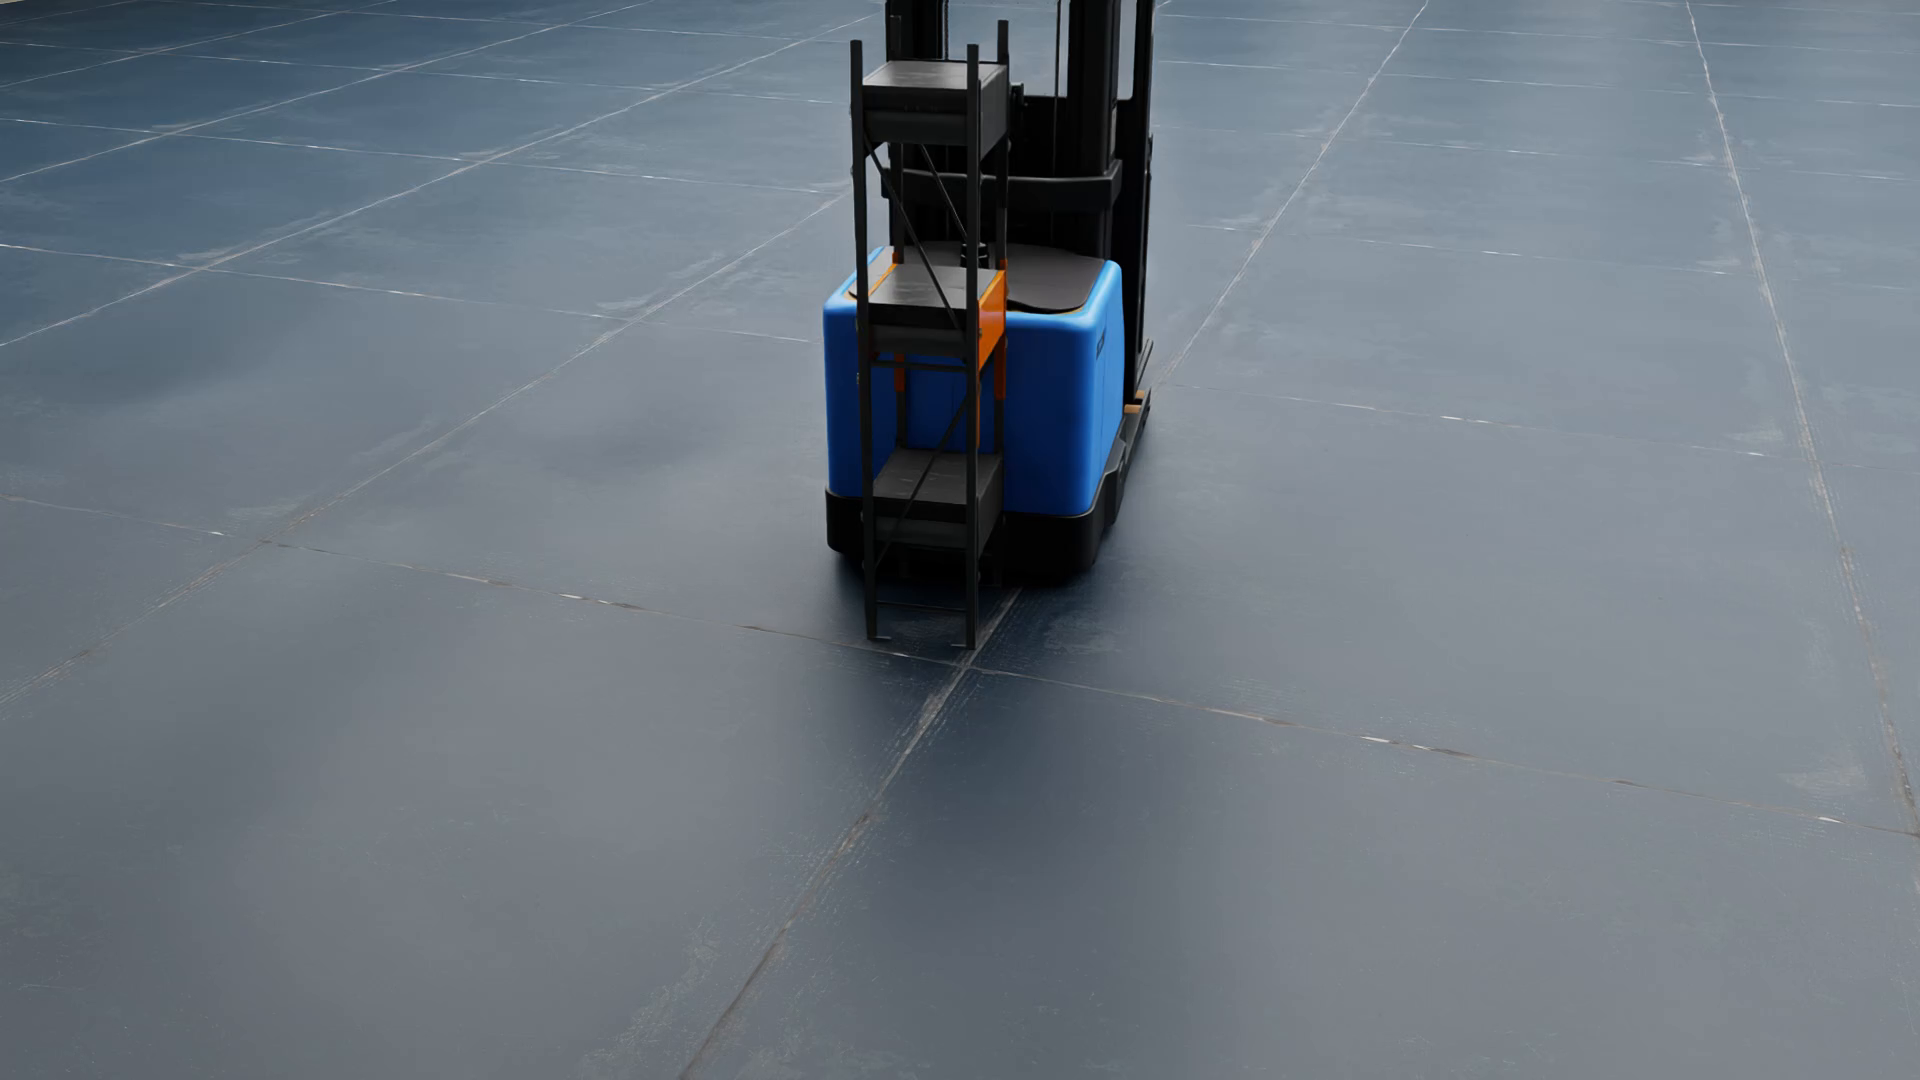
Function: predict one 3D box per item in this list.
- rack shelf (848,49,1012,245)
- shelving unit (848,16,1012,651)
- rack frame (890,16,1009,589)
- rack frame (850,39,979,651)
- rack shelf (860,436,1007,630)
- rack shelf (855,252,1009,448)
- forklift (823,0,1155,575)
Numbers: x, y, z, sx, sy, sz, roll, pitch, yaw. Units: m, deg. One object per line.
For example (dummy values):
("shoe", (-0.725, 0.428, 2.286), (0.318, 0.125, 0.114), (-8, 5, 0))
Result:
("rack shelf", (-0.088, -1.293, 5.435), (0.431, 0.518, 0.480), (5, 26, 11))
("shelving unit", (-0.088, -0.675, 5.734), (0.431, 2.100, 0.503), (5, 26, 11))
("rack frame", (-0.037, -0.779, 5.949), (0.400, 2.100, 0.015), (5, 26, 11))
("rack frame", (-0.140, -0.571, 5.520), (0.400, 2.100, 0.015), (5, 26, 11))
("rack shelf", (-0.088, -0.032, 6.045), (0.431, 0.518, 0.480), (5, 26, 11))
("rack shelf", (-0.088, -0.663, 5.740), (0.431, 0.518, 0.480), (5, 26, 11))
("forklift", (0.290, -1.807, 7.119), (1.130, 2.935, 3.031), (5, 26, 11))
